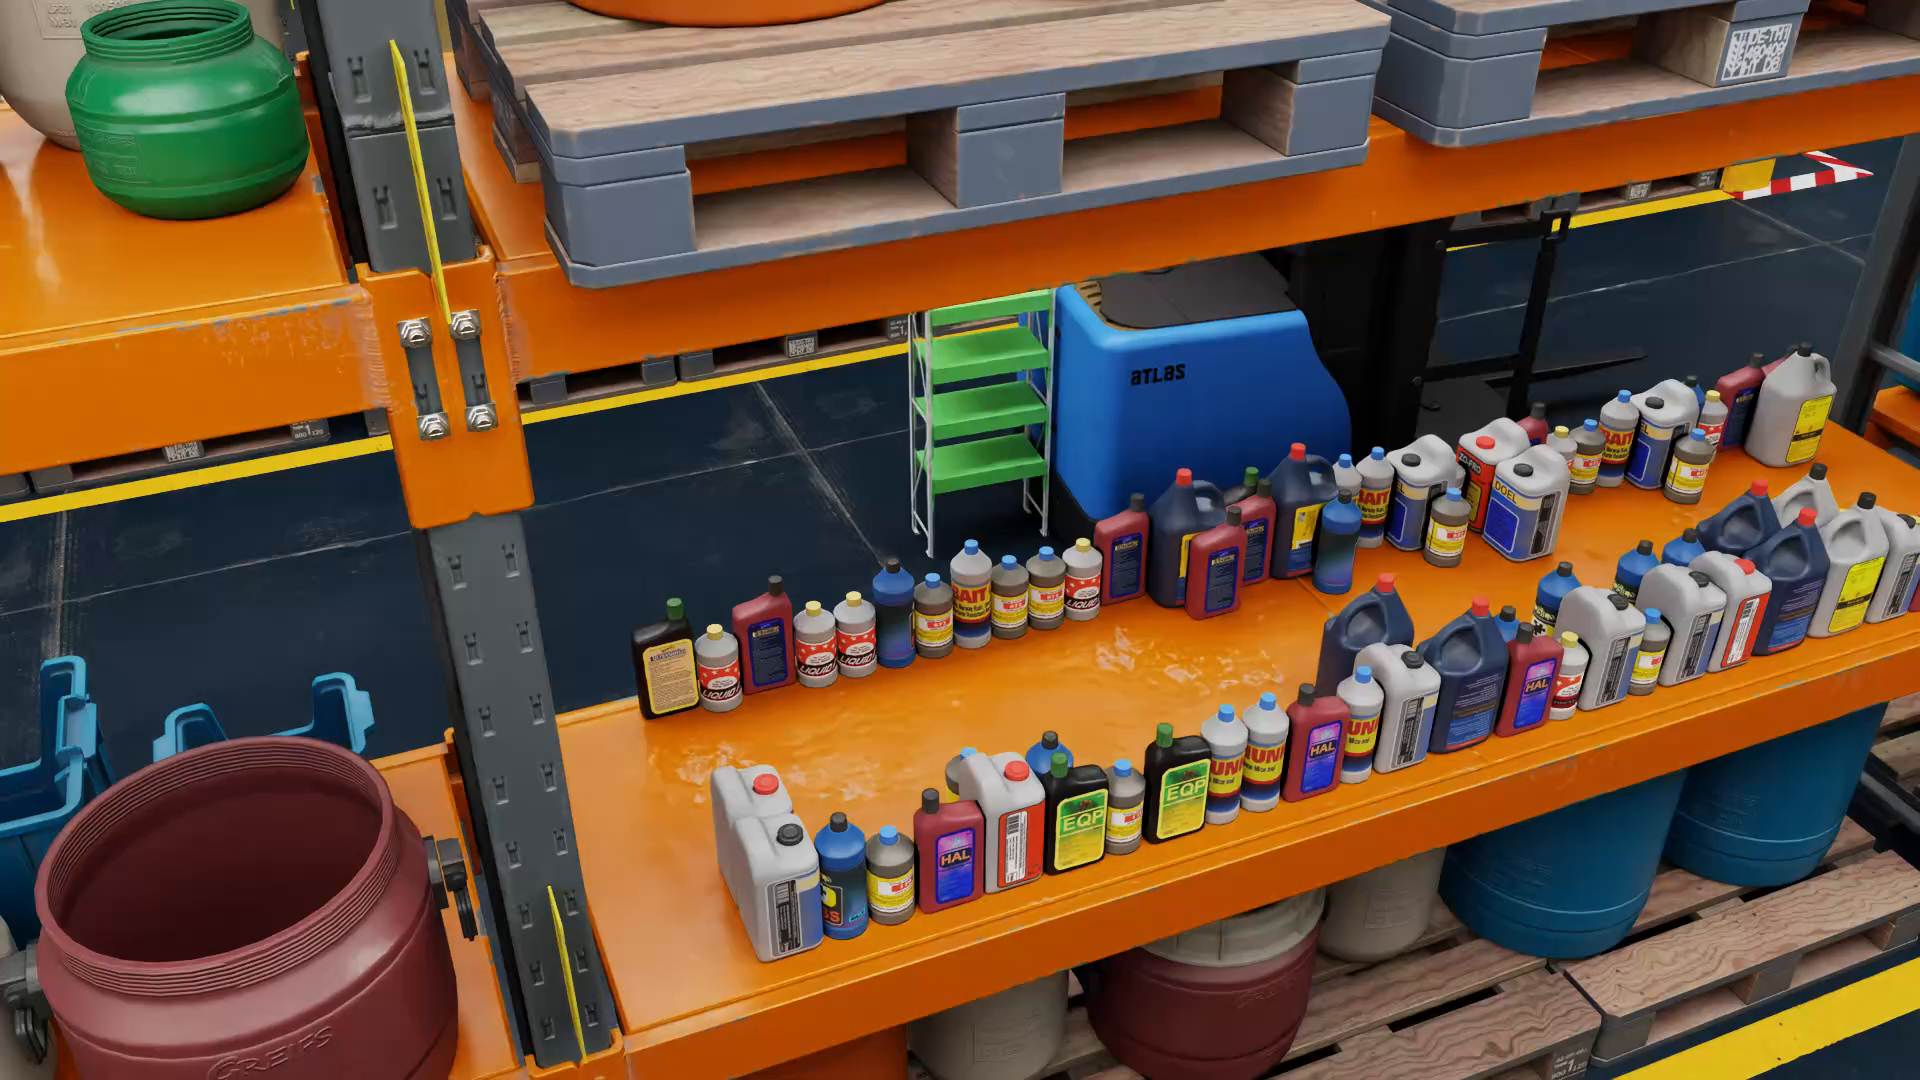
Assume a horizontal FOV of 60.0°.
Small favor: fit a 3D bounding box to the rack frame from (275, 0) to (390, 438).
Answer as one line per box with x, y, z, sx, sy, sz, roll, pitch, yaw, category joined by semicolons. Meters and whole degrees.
-2.781;-1.979;7.040;0.127;3.000;1.000;-13;35;-19;rack frame

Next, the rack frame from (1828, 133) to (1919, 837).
2.821;-0.331;4.509;0.127;3.000;1.000;-13;35;-19;rack frame

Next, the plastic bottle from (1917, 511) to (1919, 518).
2.518;-0.061;4.276;0.097;0.201;0.097;0;33;0;plastic bottle

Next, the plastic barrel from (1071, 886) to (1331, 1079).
0.619;0.997;4.293;0.708;0.588;0.600;-13;35;-19;plastic barrel

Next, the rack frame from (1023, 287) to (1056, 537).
0.310;-0.577;6.537;0.015;1.200;0.240;-10;34;-16;rack frame

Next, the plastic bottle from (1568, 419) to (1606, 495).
1.702;-0.234;4.541;0.097;0.201;0.097;0;33;0;plastic bottle

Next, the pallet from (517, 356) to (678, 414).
-2.078;-0.948;8.014;1.213;0.211;1.003;-13;35;-19;pallet

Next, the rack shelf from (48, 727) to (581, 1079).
-2.711;1.237;2.758;4.000;0.370;1.077;-13;35;-19;rack shelf

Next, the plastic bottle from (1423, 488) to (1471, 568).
1.245;-0.039;4.241;0.097;0.201;0.097;0;33;0;plastic bottle

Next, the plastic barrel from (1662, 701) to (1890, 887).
2.313;0.478;4.803;0.708;0.901;0.600;-13;35;-19;plastic barrel

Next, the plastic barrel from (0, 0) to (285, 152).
-1.272;-0.880;2.499;0.421;0.512;0.421;0;33;0;plastic barrel

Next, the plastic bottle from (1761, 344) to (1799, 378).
2.318;-0.420;4.752;0.133;0.283;0.061;-13;35;-19;plastic bottle

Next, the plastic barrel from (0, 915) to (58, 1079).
-1.733;0.791;2.682;0.421;0.512;0.421;0;33;0;plastic barrel

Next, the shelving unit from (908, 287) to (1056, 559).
0.079;-0.534;6.471;0.503;1.200;0.258;-10;34;-16;shelving unit

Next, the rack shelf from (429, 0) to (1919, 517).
0.977;-0.865;3.238;4.000;0.370;1.077;-13;35;-19;rack shelf

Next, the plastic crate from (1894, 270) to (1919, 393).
3.120;-0.620;4.912;0.575;0.384;0.392;-13;35;-19;plastic crate

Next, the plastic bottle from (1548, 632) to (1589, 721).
1.347;0.297;3.726;0.097;0.201;0.097;0;33;0;plastic bottle

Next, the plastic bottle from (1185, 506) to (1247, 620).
0.621;0.054;4.023;0.133;0.283;0.061;-13;35;-19;plastic bottle

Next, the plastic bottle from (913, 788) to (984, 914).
-0.022;0.587;3.205;0.133;0.283;0.061;-13;35;-19;plastic bottle

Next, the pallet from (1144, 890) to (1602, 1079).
0.967;1.239;4.652;1.213;0.211;1.003;-13;35;-19;pallet

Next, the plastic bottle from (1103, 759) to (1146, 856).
0.325;0.531;3.366;0.097;0.201;0.097;0;33;0;plastic bottle

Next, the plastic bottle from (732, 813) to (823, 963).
-0.343;0.636;3.136;0.135;0.276;0.152;-13;35;-19;plastic bottle

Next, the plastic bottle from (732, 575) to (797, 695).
-0.446;0.213;3.779;0.133;0.283;0.061;-13;35;-19;plastic bottle

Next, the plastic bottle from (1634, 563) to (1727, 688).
1.657;0.178;3.839;0.135;0.276;0.152;-13;35;-19;plastic bottle

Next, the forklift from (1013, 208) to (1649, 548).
1.801;-1.518;6.396;3.031;2.935;1.130;-9;34;-14;forklift

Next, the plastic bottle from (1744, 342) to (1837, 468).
2.334;-0.391;4.646;0.185;0.351;0.144;-13;35;-19;plastic bottle

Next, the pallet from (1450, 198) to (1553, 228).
2.667;-2.058;9.720;1.213;0.211;1.003;-13;35;-19;pallet

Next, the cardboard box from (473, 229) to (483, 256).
-2.250;-1.068;7.529;0.500;0.500;0.500;-11;35;-17;cardboard box

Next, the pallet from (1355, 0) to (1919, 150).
1.092;-1.054;3.042;1.213;0.211;1.003;-13;35;-19;pallet

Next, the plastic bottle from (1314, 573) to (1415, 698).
0.902;0.232;3.688;0.185;0.351;0.144;-13;35;-19;plastic bottle

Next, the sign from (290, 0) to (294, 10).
-2.563;-2.185;6.297;0.005;0.325;0.100;-13;35;-19;sign

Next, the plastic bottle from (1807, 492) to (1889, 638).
2.101;0.048;3.971;0.185;0.351;0.144;-13;35;-19;plastic bottle

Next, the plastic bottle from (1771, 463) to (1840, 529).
2.045;-0.025;4.083;0.185;0.351;0.144;-13;35;-19;plastic bottle

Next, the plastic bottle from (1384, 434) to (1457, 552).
1.180;-0.129;4.311;0.135;0.276;0.152;-13;35;-19;plastic bottle

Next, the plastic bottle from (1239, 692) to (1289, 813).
0.627;0.432;3.453;0.097;0.271;0.097;0;33;0;plastic bottle

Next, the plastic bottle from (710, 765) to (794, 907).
-0.401;0.560;3.253;0.135;0.276;0.152;-13;35;-19;plastic bottle

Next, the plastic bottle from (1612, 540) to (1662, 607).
1.592;0.121;3.931;0.097;0.271;0.097;0;33;0;plastic bottle

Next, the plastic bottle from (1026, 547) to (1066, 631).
0.206;0.109;4.014;0.097;0.201;0.097;0;33;0;plastic bottle

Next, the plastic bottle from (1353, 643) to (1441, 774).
0.936;0.343;3.586;0.135;0.276;0.152;-13;35;-19;plastic bottle

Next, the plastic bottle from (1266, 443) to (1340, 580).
0.851;-0.087;4.179;0.185;0.351;0.144;-13;35;-19;plastic bottle

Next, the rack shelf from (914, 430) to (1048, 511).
0.079;-0.280;6.637;0.480;0.148;0.258;-10;34;-16;rack shelf

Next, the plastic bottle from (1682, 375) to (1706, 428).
2.006;-0.332;4.628;0.097;0.271;0.097;0;33;0;plastic bottle

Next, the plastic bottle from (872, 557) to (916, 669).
-0.153;0.162;3.869;0.097;0.271;0.097;0;33;0;plastic bottle

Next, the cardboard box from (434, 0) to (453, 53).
-2.244;-2.386;7.190;0.500;0.500;0.700;-26;41;-34;cardboard box
